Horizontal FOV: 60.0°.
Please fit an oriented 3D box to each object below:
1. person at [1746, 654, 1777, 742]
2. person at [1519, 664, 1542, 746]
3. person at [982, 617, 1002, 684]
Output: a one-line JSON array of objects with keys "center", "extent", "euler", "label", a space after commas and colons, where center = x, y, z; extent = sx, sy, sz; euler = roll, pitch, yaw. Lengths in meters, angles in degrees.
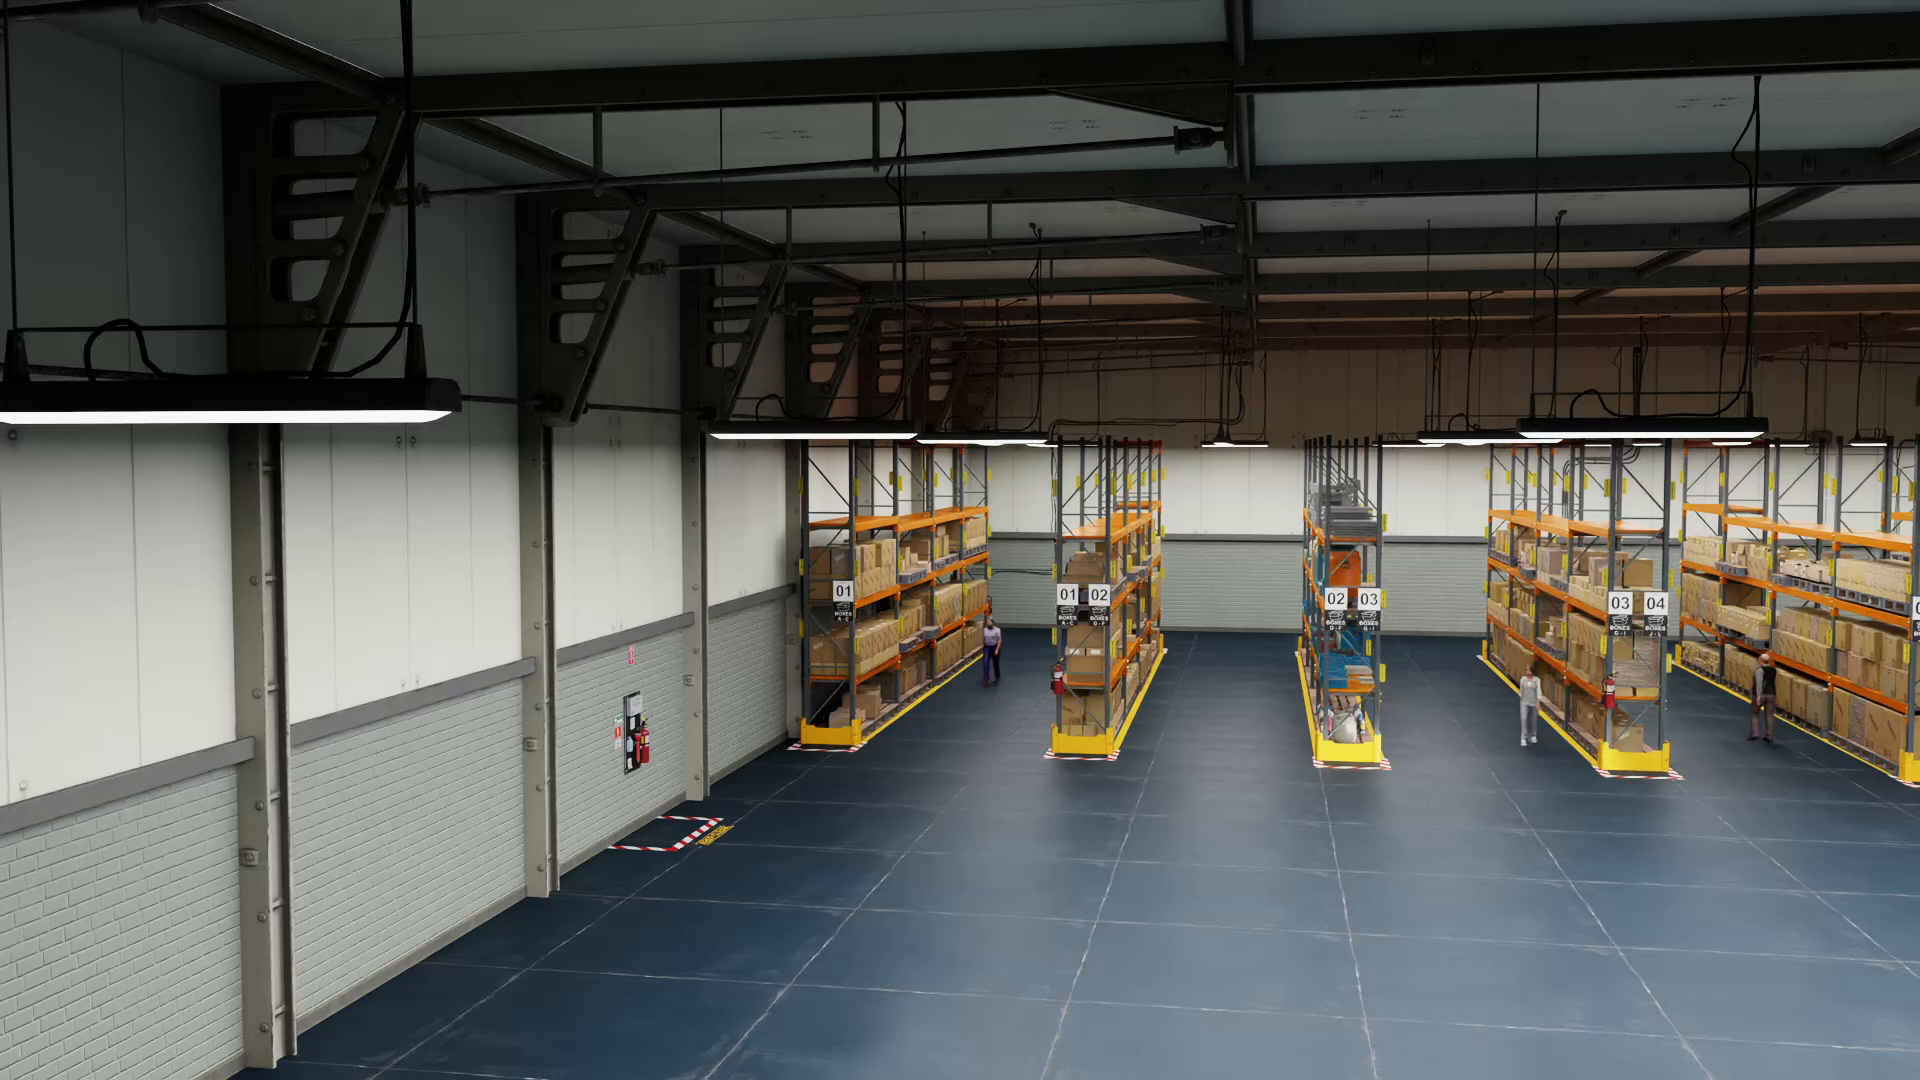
[{"center": [15.812, 3.122, 32.627], "extent": [0.523, 1.761, 0.624], "euler": [0, 3, 0], "label": "person"}, {"center": [11.019, 3.184, 32.147], "extent": [0.432, 1.552, 0.903], "euler": [1, 3, 24], "label": "person"}, {"center": [0.766, 2.705, 40.678], "extent": [0.501, 1.598, 0.908], "euler": [1, 3, 17], "label": "person"}]
